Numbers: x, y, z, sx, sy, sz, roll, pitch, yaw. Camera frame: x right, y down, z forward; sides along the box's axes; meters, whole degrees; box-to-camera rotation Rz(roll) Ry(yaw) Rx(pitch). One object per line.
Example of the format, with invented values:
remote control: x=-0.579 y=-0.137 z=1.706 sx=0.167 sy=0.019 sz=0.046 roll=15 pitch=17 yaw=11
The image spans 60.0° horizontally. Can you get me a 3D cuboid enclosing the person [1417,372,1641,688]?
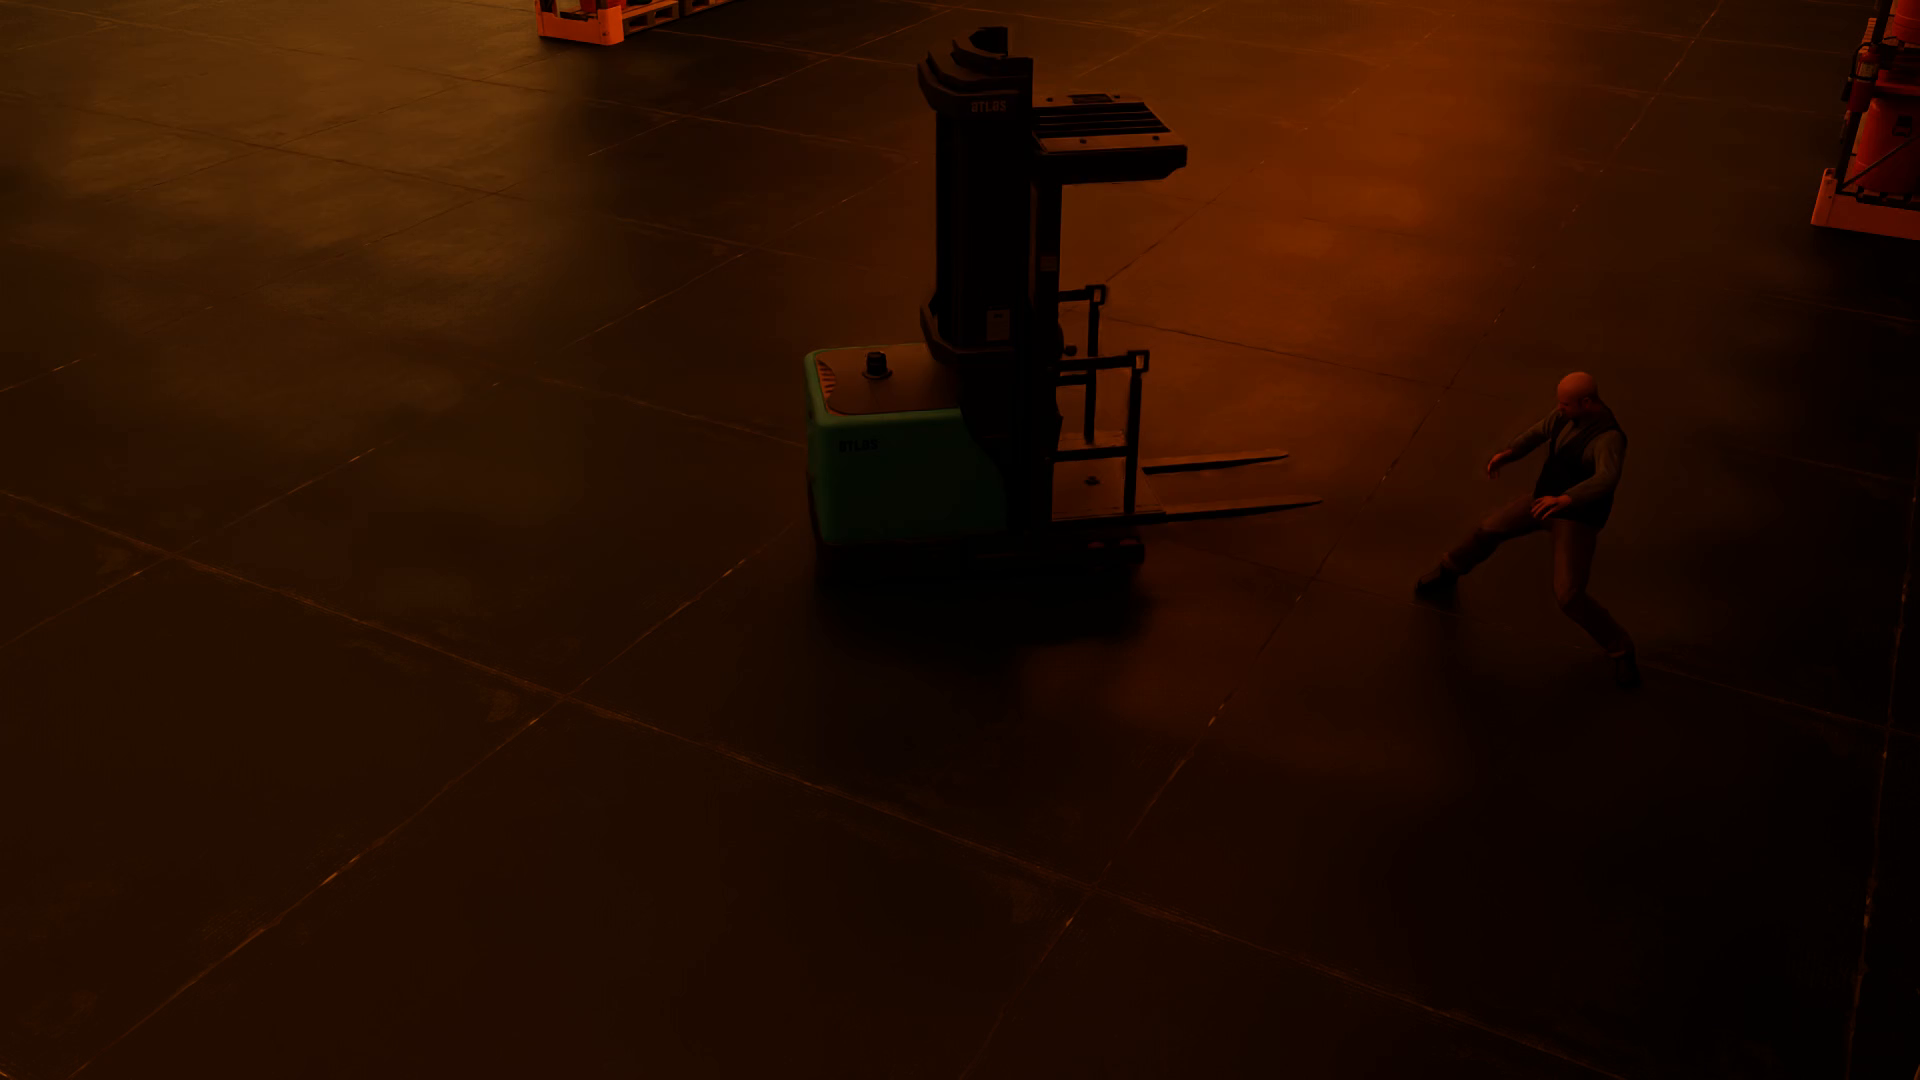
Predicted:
person: x=3.092 y=-0.148 z=8.741 sx=0.820 sy=1.515 sz=1.303 roll=-4 pitch=30 yaw=-7

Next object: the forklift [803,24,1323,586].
forklift: x=0.628 y=-1.348 z=9.407 sx=3.031 sy=2.935 sz=1.130 roll=-5 pitch=30 yaw=-8
